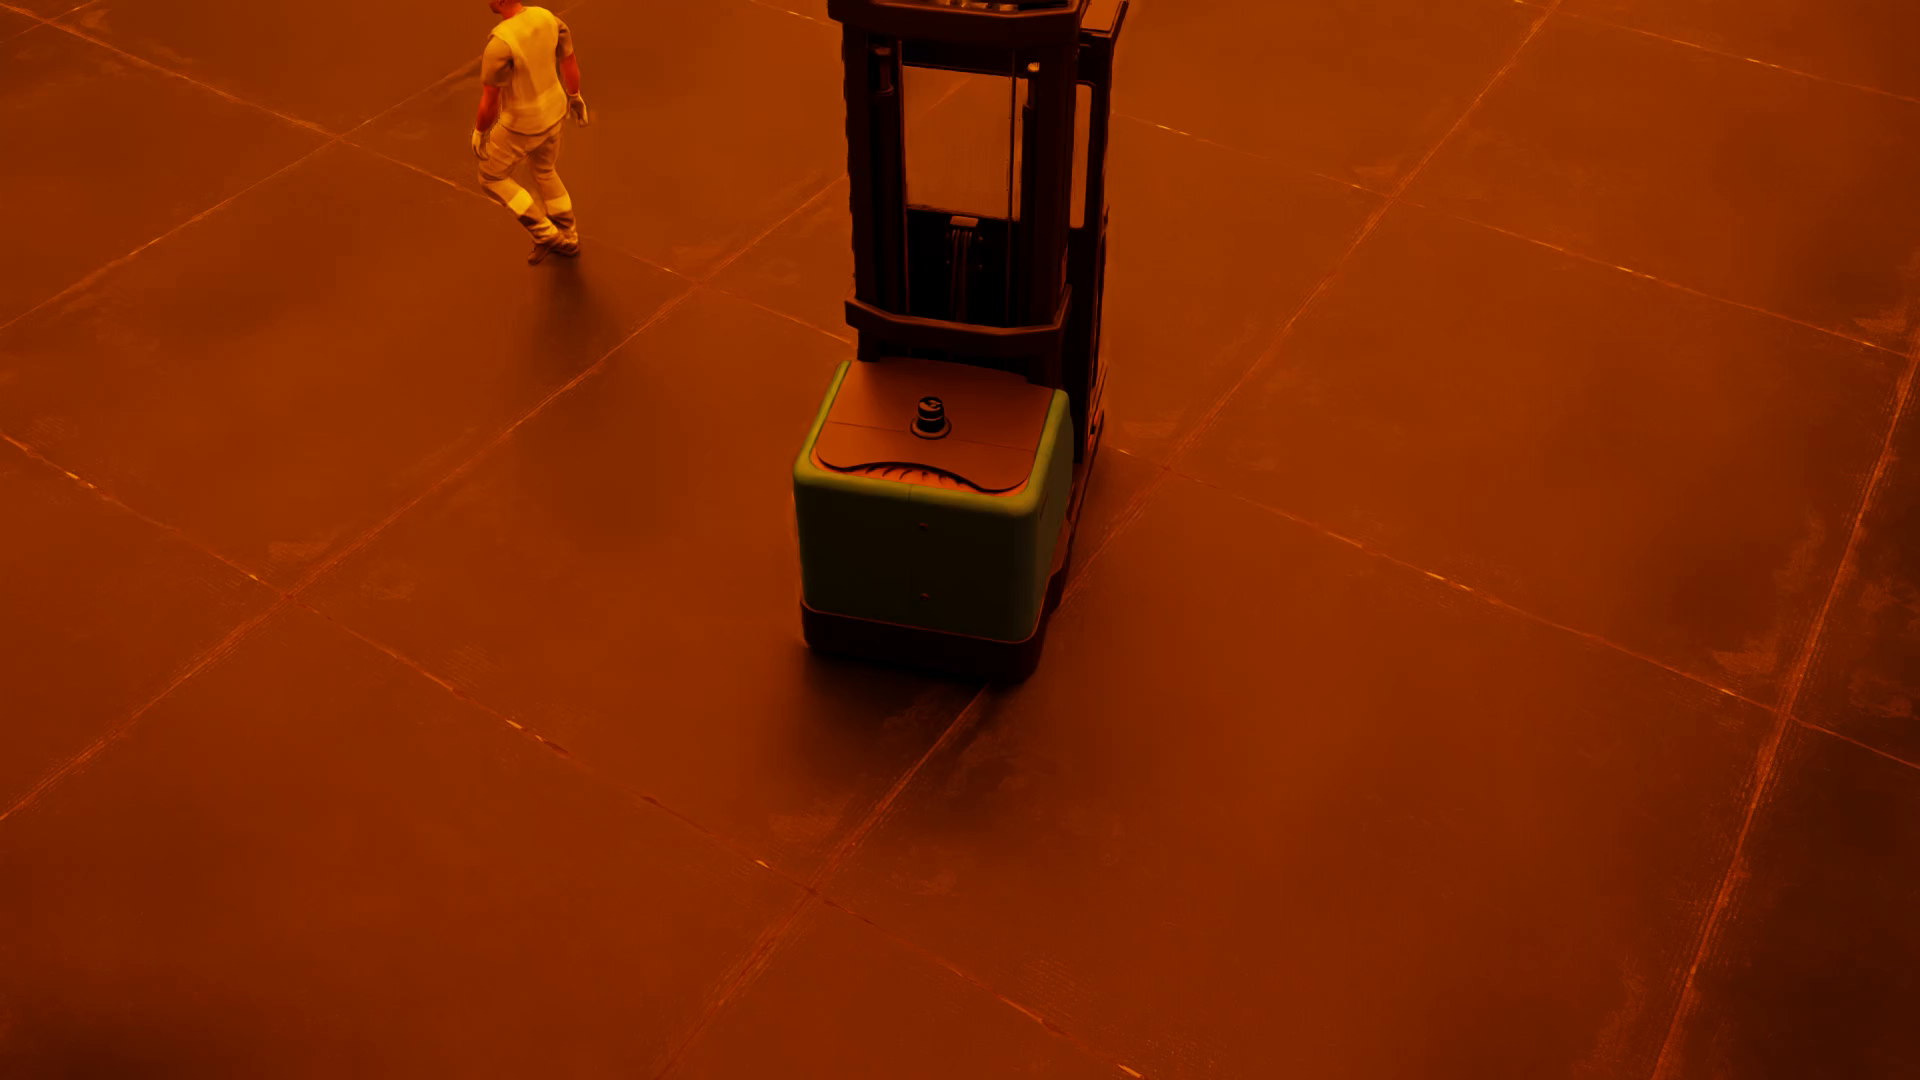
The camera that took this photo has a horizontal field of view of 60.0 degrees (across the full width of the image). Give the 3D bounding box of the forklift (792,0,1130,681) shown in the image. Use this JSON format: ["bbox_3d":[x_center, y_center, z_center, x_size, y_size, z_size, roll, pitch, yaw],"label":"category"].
[{"bbox_3d":[0.119,-1.479,7.409,1.130,2.935,3.031,9,44,9],"label":"forklift"}]

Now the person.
[{"bbox_3d":[-2.406,-2.323,9.147,0.468,1.767,0.719,19,47,19],"label":"person"}]
